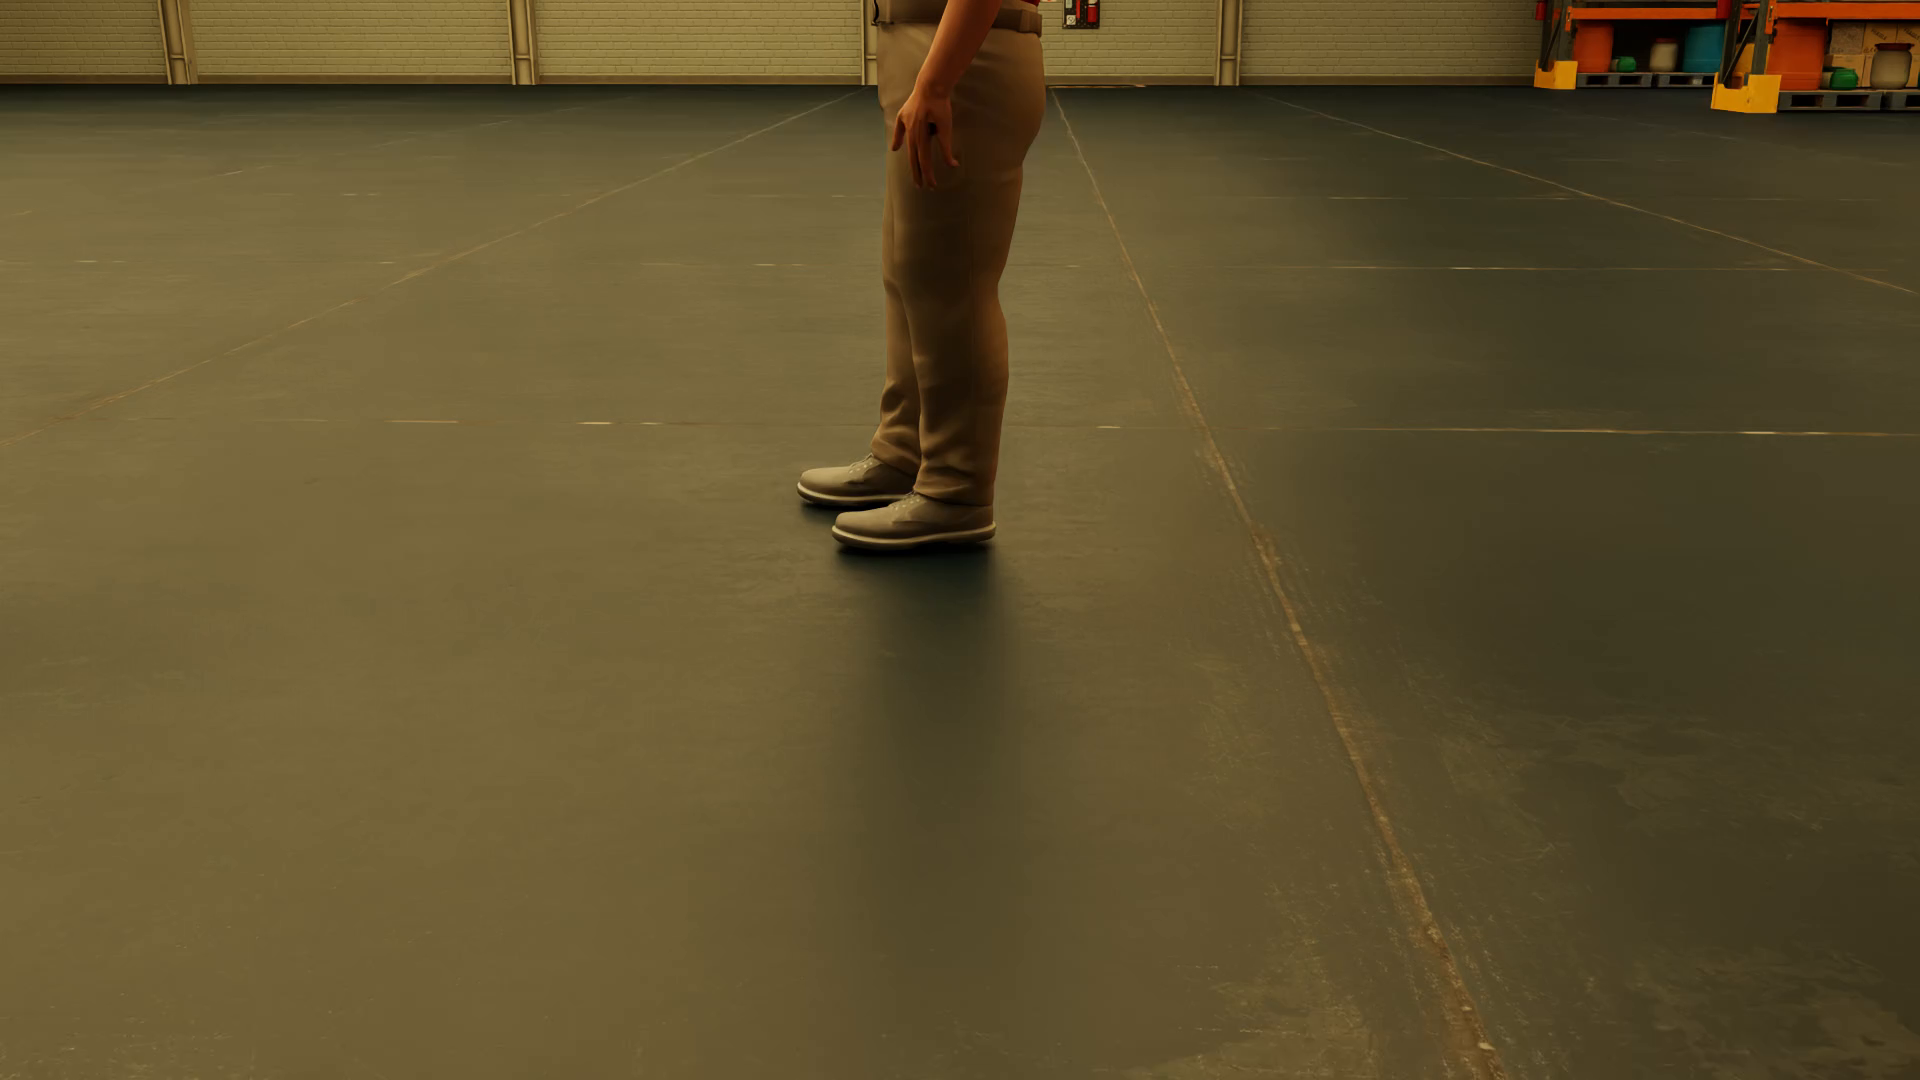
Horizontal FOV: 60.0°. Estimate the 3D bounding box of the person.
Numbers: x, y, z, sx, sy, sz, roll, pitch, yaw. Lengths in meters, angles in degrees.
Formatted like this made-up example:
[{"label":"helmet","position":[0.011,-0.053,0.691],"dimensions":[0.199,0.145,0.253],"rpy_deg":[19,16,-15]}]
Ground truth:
[{"label":"person","position":[-0.090,-0.837,3.126],"dimensions":[0.550,1.728,0.642],"rpy_deg":[1,17,2]}]
